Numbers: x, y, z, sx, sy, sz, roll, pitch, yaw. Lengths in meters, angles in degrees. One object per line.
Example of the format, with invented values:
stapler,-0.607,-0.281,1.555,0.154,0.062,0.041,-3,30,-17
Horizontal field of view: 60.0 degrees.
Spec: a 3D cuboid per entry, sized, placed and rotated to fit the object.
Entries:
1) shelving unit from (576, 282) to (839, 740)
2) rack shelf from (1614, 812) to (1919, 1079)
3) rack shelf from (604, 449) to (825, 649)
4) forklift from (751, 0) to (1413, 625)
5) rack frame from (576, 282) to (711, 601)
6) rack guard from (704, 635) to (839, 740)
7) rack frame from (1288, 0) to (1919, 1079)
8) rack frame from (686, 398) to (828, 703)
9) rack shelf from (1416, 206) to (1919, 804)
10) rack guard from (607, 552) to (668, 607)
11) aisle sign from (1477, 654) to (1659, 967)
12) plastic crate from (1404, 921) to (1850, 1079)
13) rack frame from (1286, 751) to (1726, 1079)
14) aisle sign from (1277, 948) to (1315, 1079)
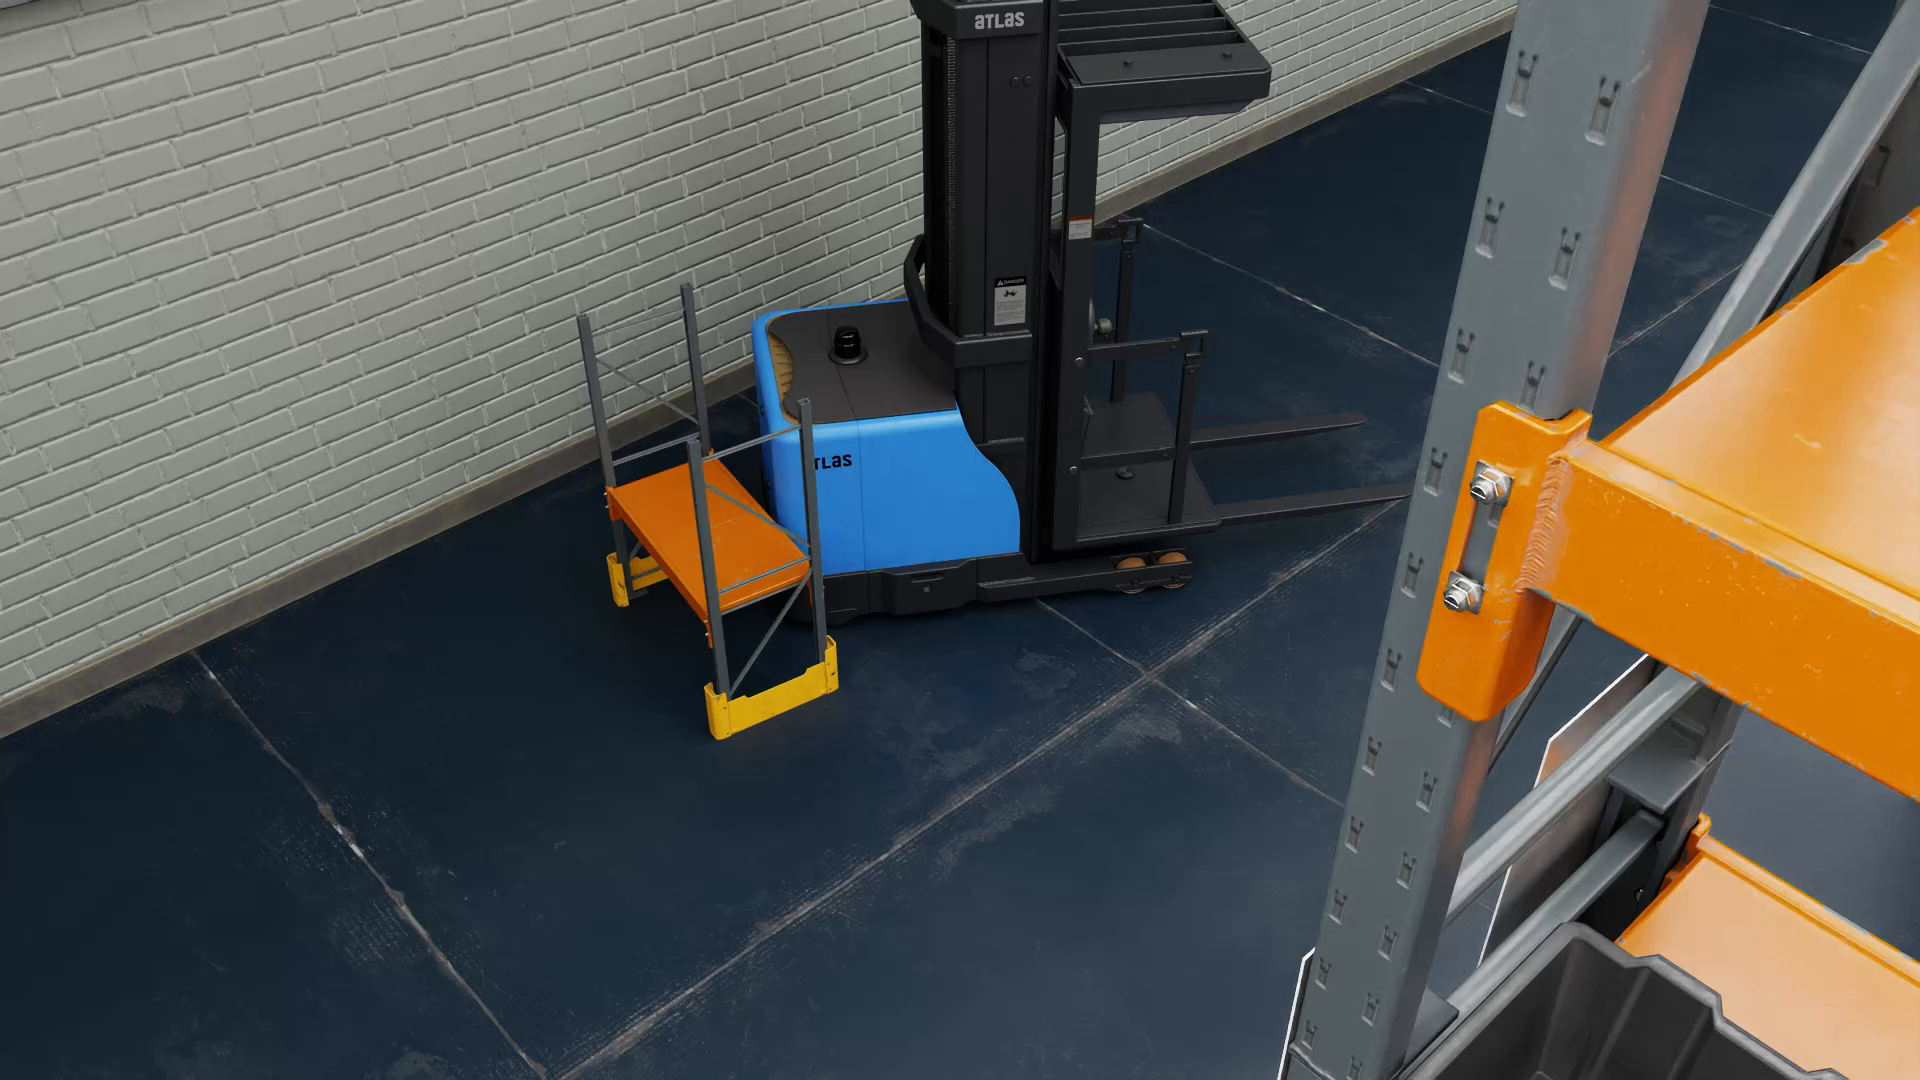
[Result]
shelving unit,-1.055,-0.131,6.926,0.587,1.500,1.083,-22,44,-25
rack shelf,2.218,1.732,1.611,1.077,0.370,4.000,-30,48,-32
rack shelf,-1.050,0.014,7.033,0.538,0.185,1.000,-22,44,-25
forklift,0.611,-1.215,7.129,3.031,2.935,1.130,-7,39,-9
rack frame,-1.325,-0.395,7.252,0.500,1.500,0.032,-22,44,-25
rack guard,-0.786,0.619,6.993,0.587,0.250,0.087,-22,44,-25
rack frame,0.866,-0.640,1.589,1.000,3.000,0.127,-30,48,-32
rack frame,-0.775,0.143,6.587,0.500,1.500,0.032,-22,44,-25
rack shelf,2.218,0.721,0.794,1.077,0.370,4.000,-30,48,-32
rack guard,-1.324,0.092,7.644,0.587,0.250,0.087,-22,44,-25
aisle sign,1.033,0.524,2.852,0.394,0.787,0.004,-30,48,-32
plastic crate,0.921,0.874,2.205,0.497,0.269,0.590,-30,48,-32
rack frame,0.866,1.694,3.474,1.000,3.000,0.127,-30,48,-32
aisle sign,0.598,0.775,2.542,0.394,0.787,0.004,-30,48,-32
